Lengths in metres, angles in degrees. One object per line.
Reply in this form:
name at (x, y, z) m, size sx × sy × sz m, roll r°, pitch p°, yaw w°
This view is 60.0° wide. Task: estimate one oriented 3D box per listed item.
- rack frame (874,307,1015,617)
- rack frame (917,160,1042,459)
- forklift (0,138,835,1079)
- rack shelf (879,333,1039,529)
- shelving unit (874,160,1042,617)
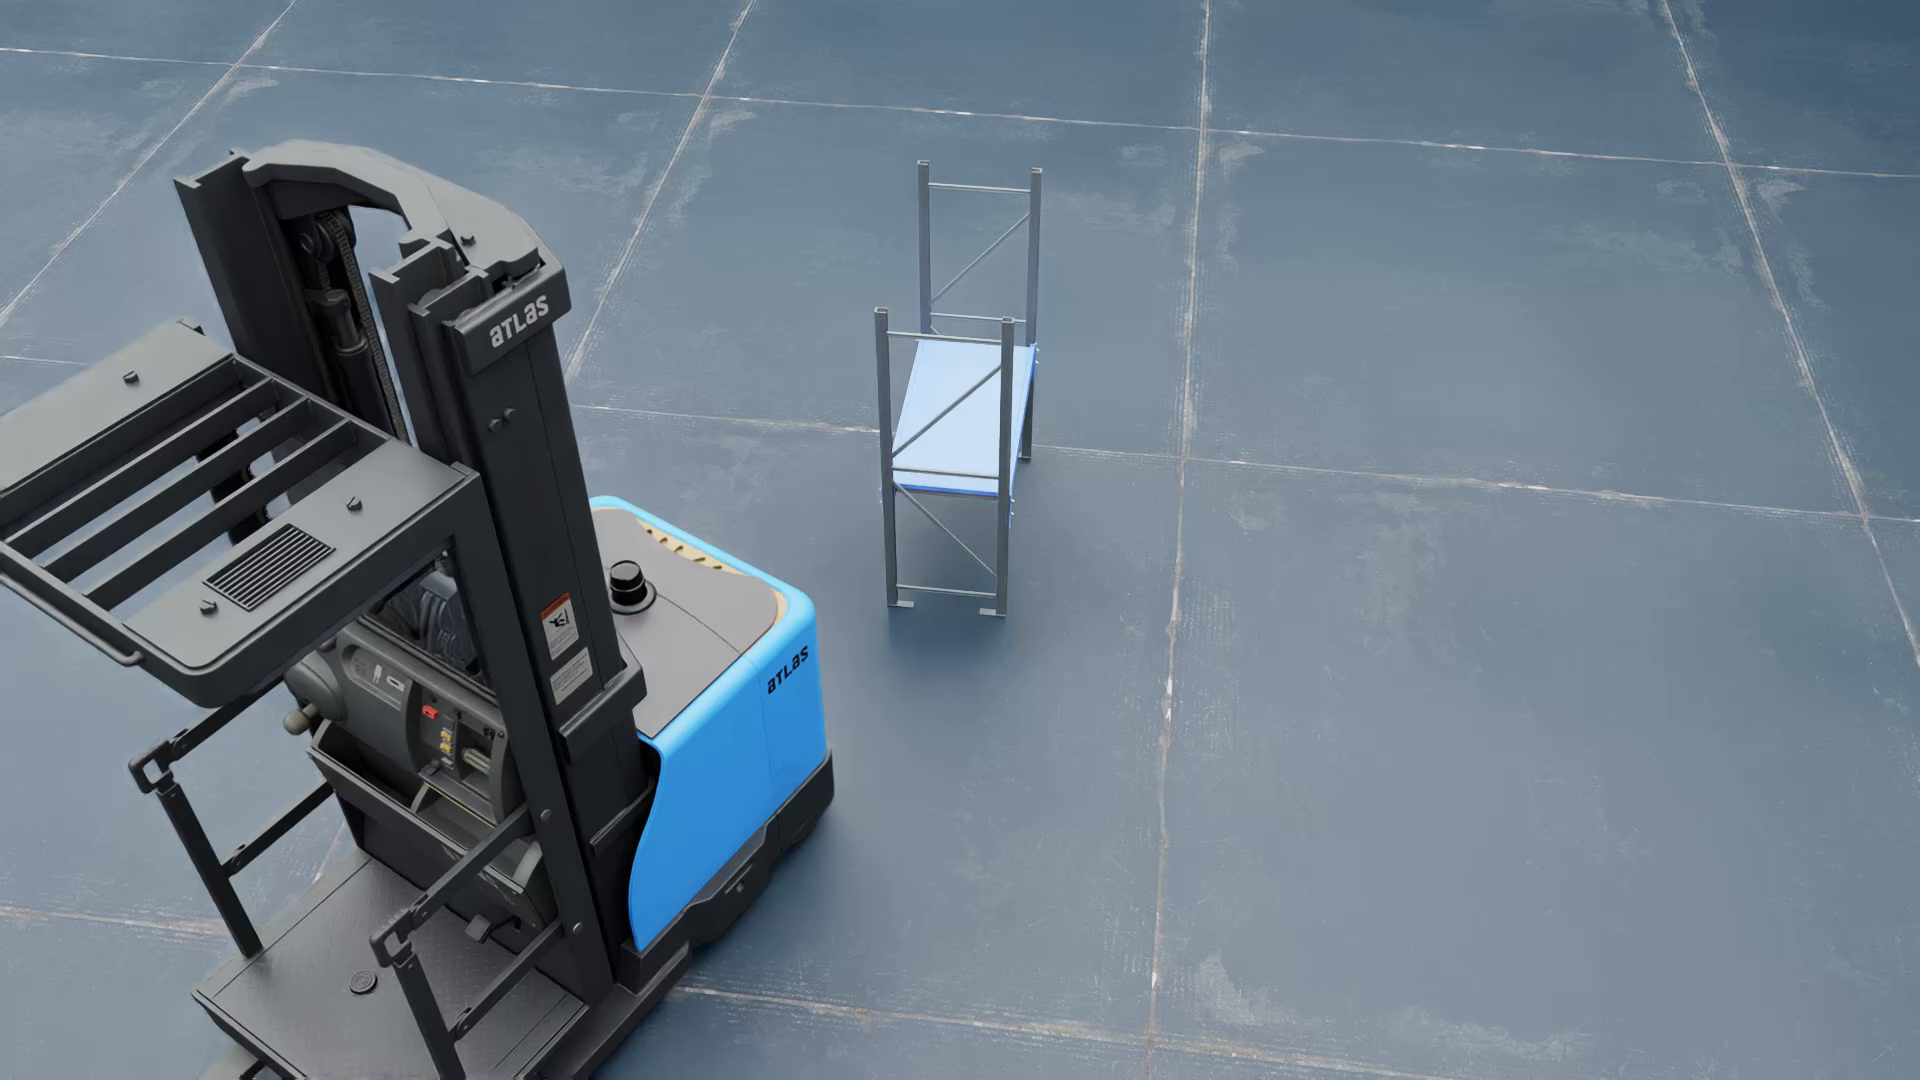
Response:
rack frame at (-0.056, -0.256, 6.430) m, size 0.500 × 1.500 × 0.032 m, roll 5°, pitch 44°, yaw 6°
rack frame at (0.078, -0.949, 7.162) m, size 0.500 × 1.500 × 0.032 m, roll 5°, pitch 44°, yaw 6°
forklift at (-1.714, 0.556, 4.531) m, size 1.130 × 2.935 × 3.031 m, roll 25°, pitch 49°, yaw 24°
rack shelf at (0.011, -0.472, 6.919) m, size 0.538 × 0.185 × 1.000 m, roll 5°, pitch 44°, yaw 6°
shelving unit at (0.011, -0.603, 6.796) m, size 0.538 × 1.500 × 1.048 m, roll 5°, pitch 44°, yaw 6°
